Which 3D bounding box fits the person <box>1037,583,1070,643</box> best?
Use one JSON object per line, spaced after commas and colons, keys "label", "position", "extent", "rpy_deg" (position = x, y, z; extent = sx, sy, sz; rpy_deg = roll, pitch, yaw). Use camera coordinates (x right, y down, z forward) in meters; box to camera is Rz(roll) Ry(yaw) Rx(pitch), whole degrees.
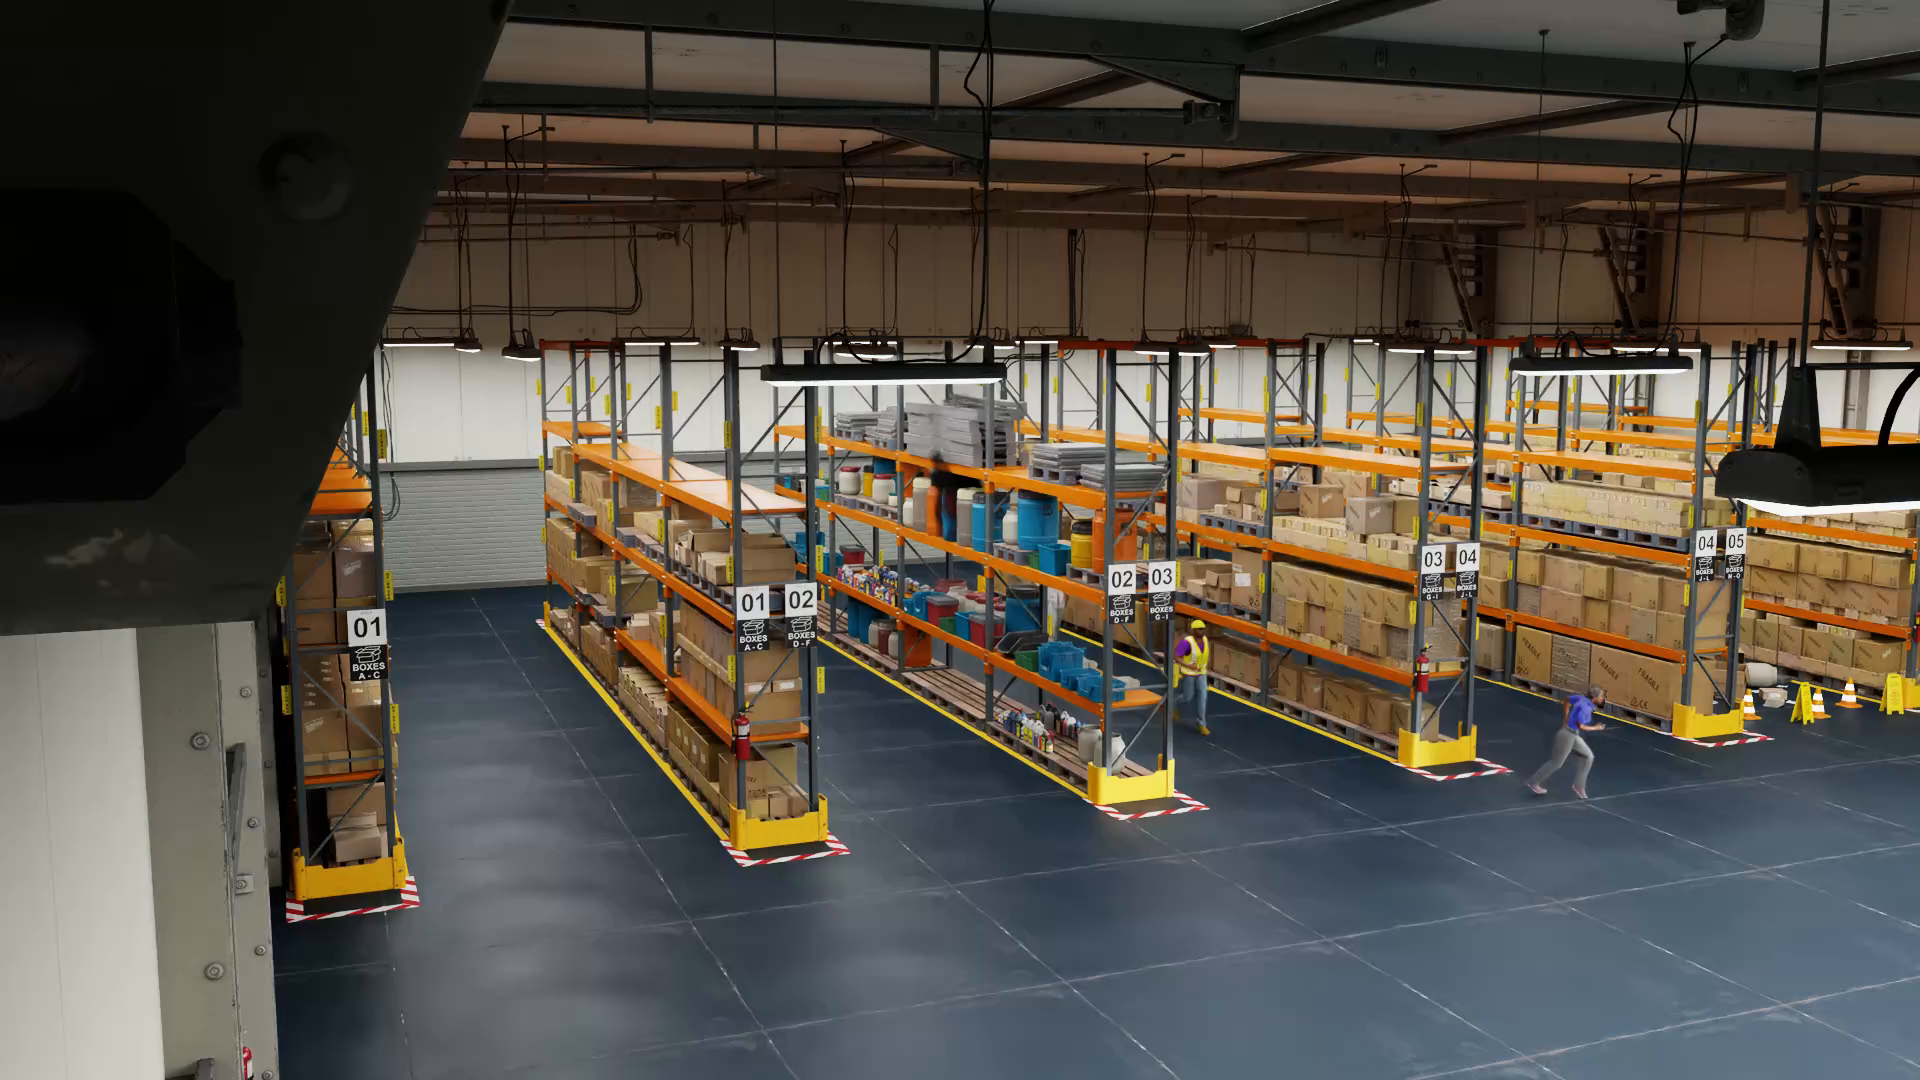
{"label": "person", "position": [1.826, 1.295, 32.032], "extent": [0.653, 1.842, 0.810], "rpy_deg": [-3, 8, -19]}

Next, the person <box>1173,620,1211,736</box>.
{"label": "person", "position": [3.626, 2.096, 25.940], "extent": [0.725, 1.755, 1.009], "rpy_deg": [-4, 9, -31]}

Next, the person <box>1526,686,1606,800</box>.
{"label": "person", "position": [8.105, 2.704, 22.245], "extent": [0.967, 1.602, 0.613], "rpy_deg": [3, 8, 19]}
